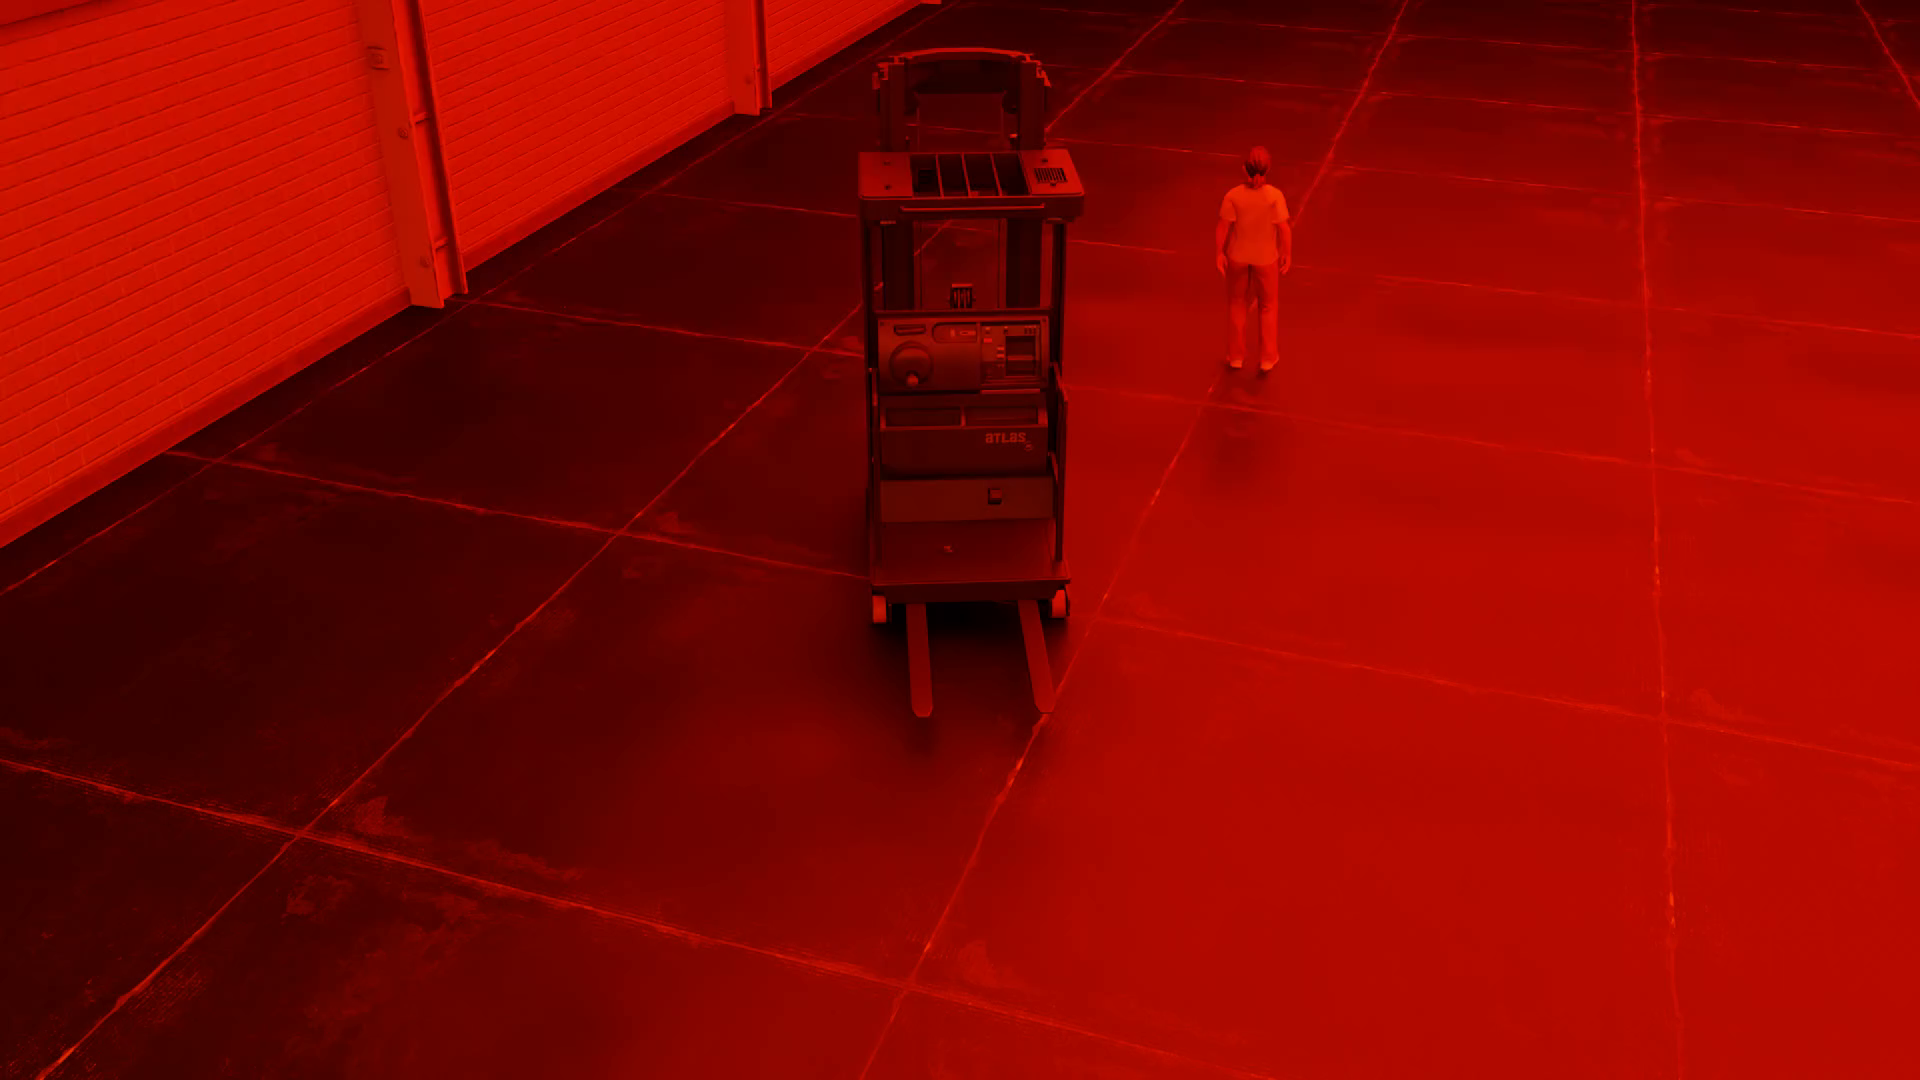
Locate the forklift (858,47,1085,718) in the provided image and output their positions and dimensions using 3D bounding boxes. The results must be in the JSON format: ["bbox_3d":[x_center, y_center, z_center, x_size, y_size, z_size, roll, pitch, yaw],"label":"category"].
[{"bbox_3d":[0.035,-0.972,8.842,1.130,2.935,3.031,-2,30,-3],"label":"forklift"}]

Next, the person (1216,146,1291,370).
[{"bbox_3d":[2.108,-2.022,11.959,0.538,1.685,0.493,8,31,14],"label":"person"}]
